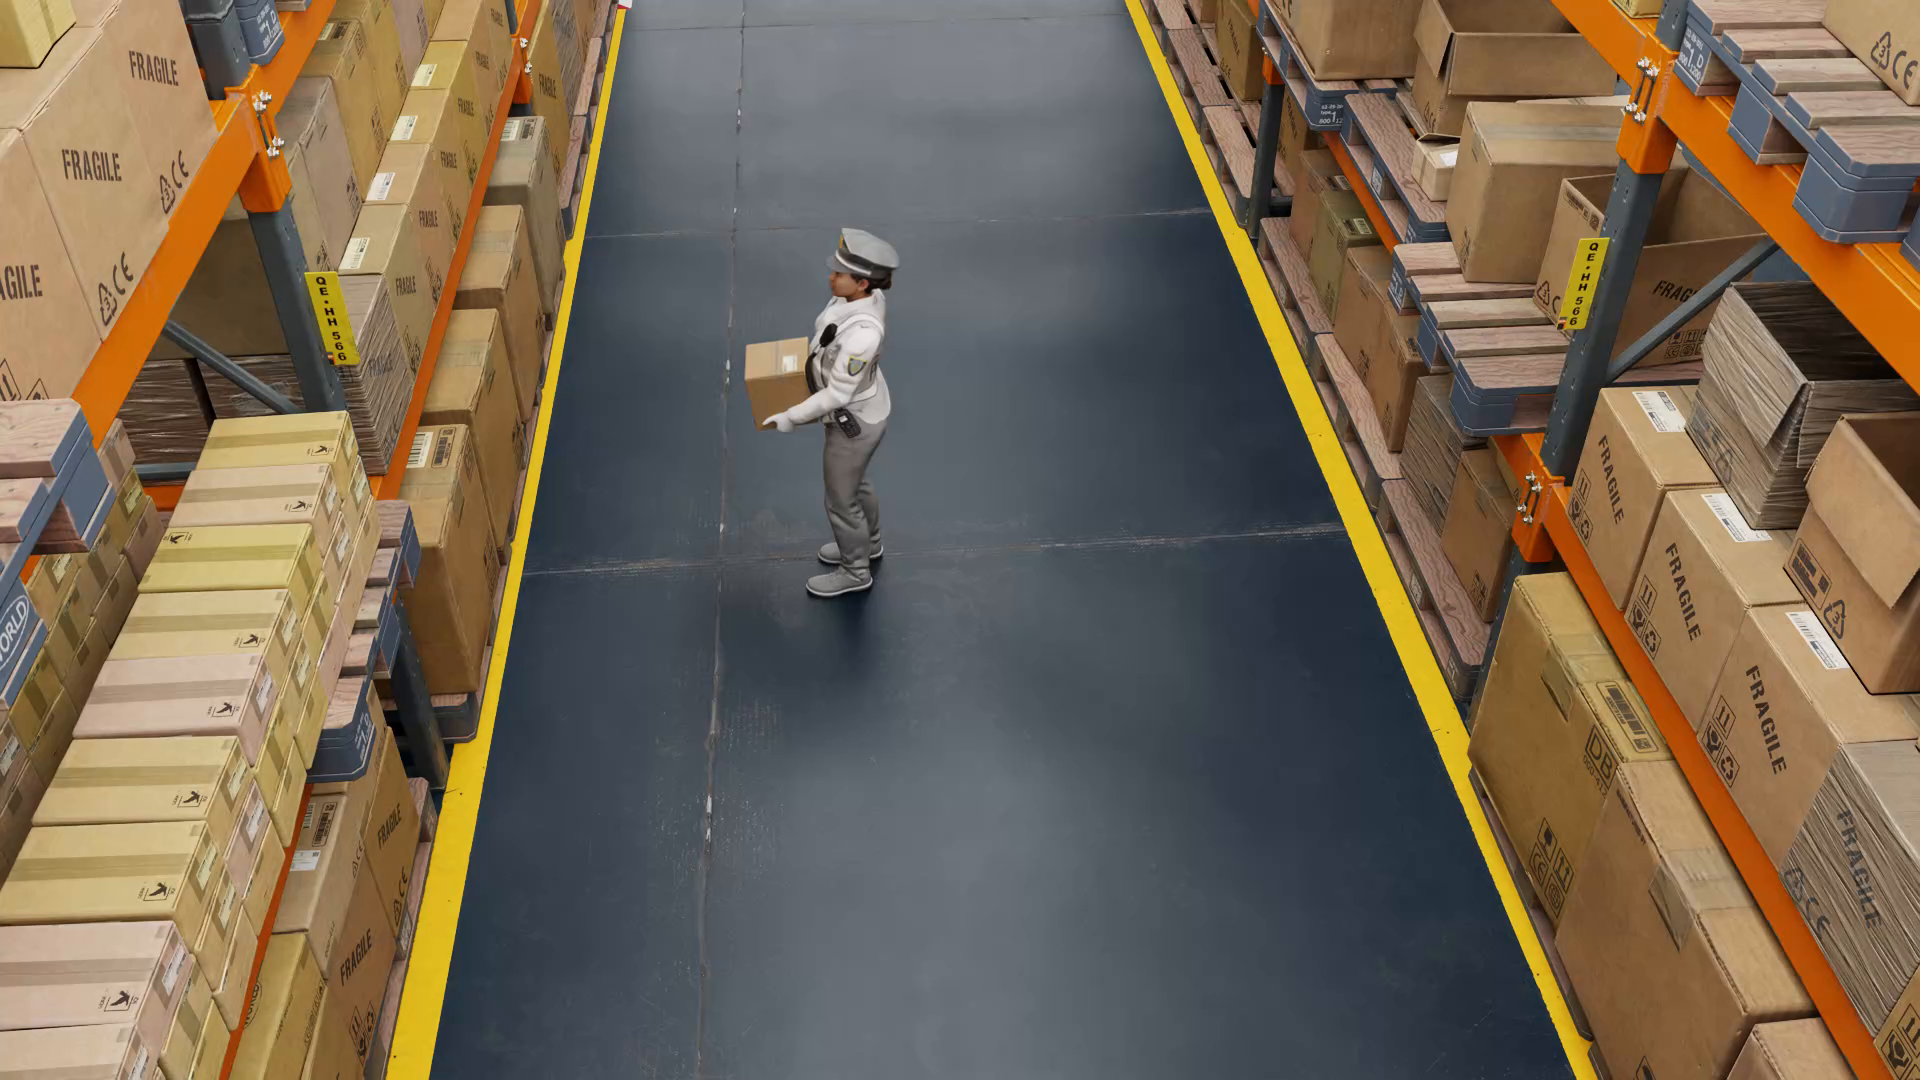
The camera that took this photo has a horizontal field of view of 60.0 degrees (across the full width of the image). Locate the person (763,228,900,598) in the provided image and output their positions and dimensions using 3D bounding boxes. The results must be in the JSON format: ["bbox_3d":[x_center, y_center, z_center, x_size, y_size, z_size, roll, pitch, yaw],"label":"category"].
[{"bbox_3d":[-0.510,-0.503,6.749,0.563,1.686,0.459,-3,39,-3],"label":"person"}]
